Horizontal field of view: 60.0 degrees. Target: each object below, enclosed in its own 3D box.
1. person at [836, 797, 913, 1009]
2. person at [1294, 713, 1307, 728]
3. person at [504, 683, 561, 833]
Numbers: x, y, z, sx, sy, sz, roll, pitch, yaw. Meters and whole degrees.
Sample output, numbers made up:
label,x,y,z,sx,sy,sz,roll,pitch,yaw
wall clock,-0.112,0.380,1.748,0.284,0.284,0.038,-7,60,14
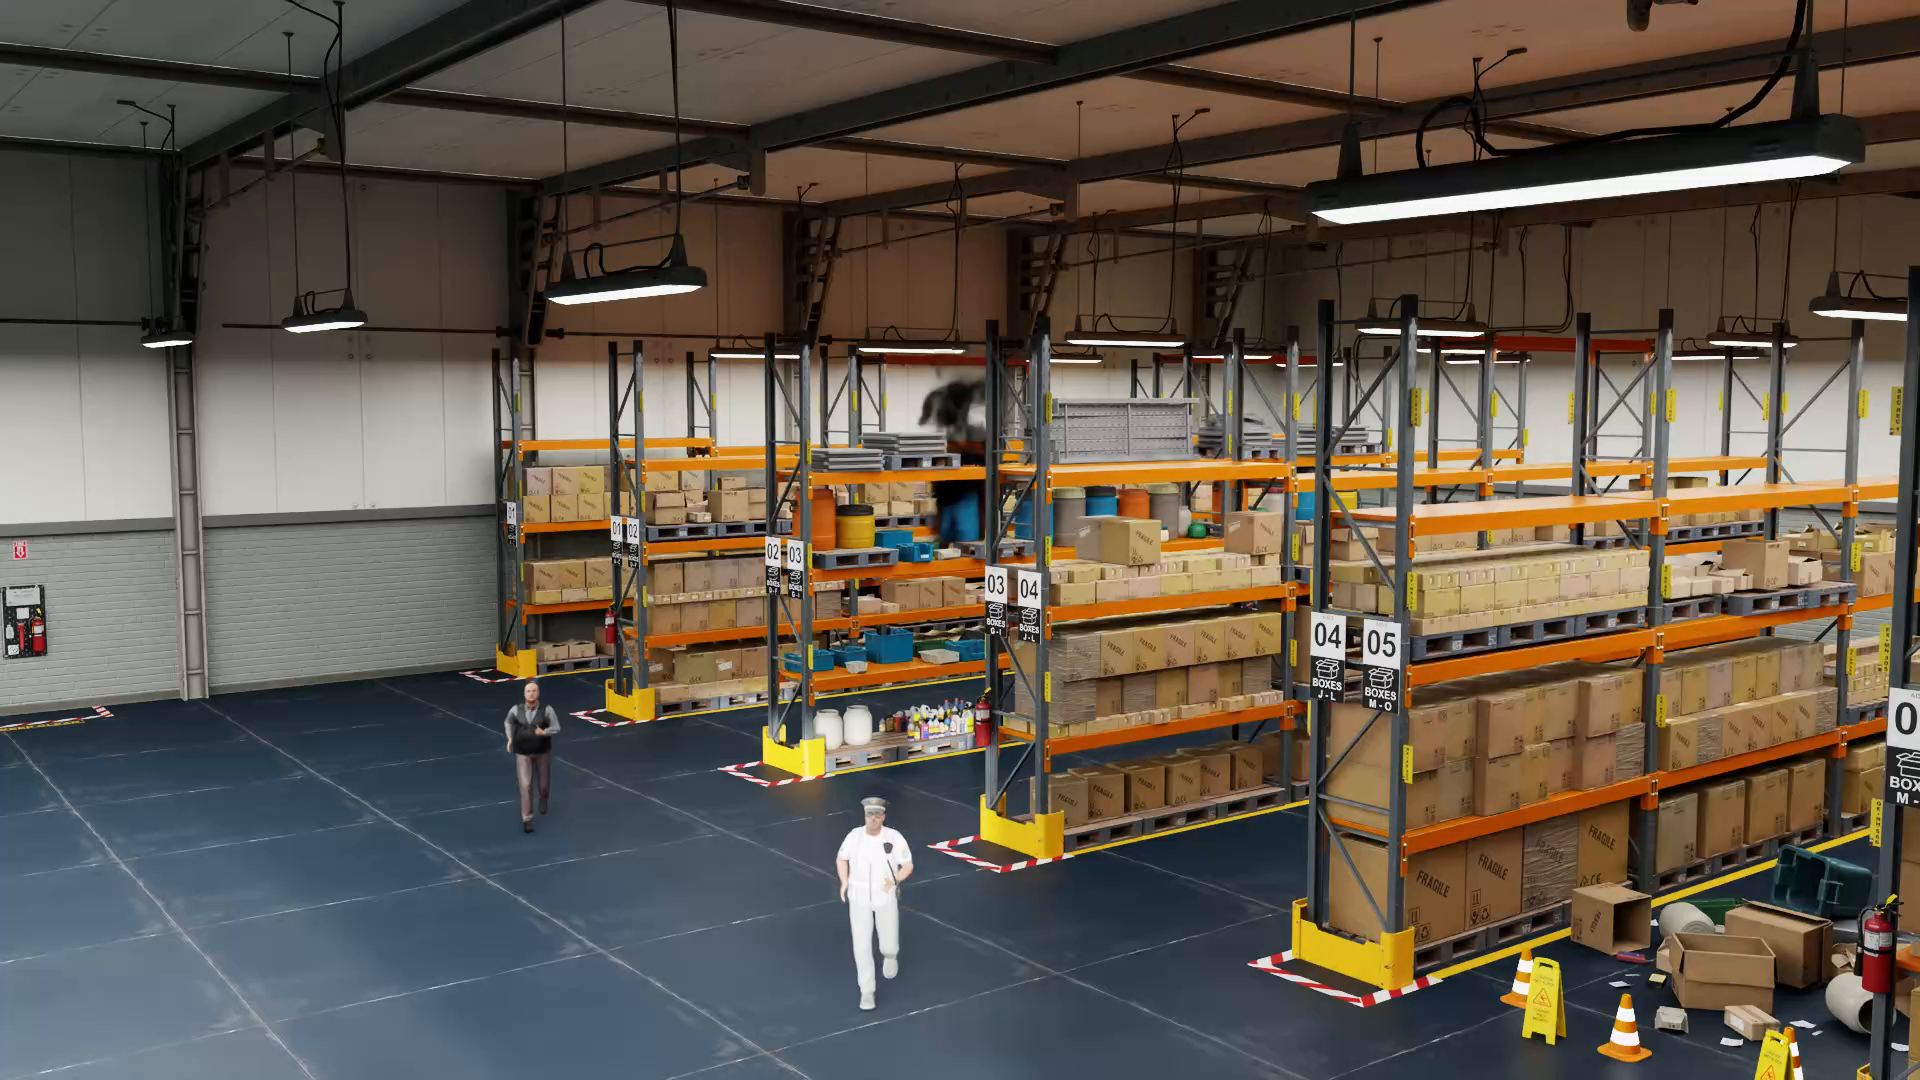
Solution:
label,x,y,z,sx,sy,sz,roll,pitch,yaw
person,-0.738,3.048,14.214,0.673,1.739,0.781,0,5,3
person,5.105,2.080,25.312,0.686,1.764,0.667,-4,7,-40
person,-5.095,2.550,19.823,0.662,1.700,0.964,-1,5,-12
